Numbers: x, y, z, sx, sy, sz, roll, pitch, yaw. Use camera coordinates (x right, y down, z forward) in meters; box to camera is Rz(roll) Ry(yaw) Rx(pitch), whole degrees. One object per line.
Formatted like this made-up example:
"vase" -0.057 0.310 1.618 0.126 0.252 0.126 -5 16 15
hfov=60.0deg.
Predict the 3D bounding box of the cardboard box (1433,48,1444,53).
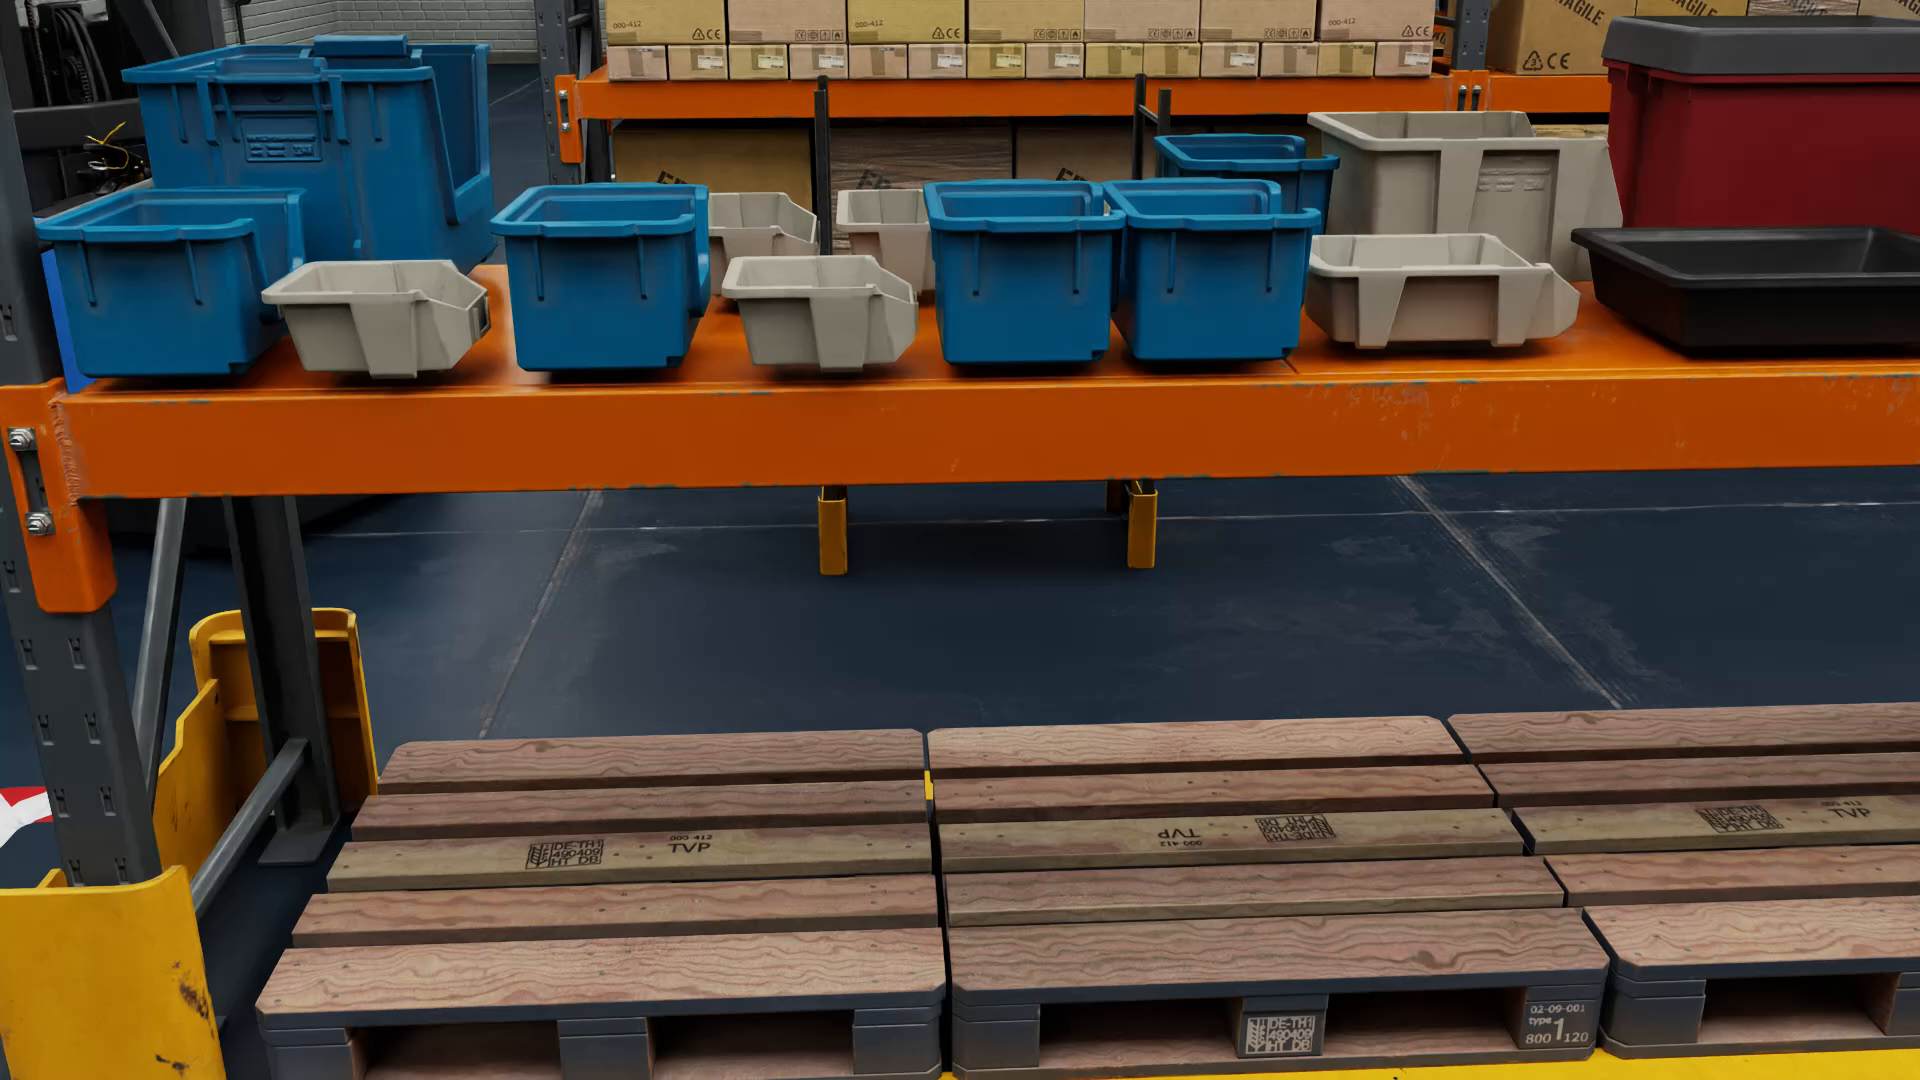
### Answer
"cardboard box" 3.815 -3.684 12.950 0.500 0.250 0.500 -2 21 -5

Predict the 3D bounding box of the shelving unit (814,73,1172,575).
"shelving unit" 0.076 -0.702 5.358 1.083 1.500 0.587 -1 21 -3

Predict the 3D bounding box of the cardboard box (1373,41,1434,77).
"cardboard box" 1.941 -2.175 7.471 0.250 0.149 0.380 -1 21 -3

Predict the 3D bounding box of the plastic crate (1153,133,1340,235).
"plastic crate" 0.552 -0.657 3.281 0.300 0.233 0.416 -1 21 -3

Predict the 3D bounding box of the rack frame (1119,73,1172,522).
"rack frame" 0.593 -0.713 5.386 0.032 1.500 0.500 -1 21 -3

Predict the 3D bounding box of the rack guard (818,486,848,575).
"rack guard" -0.421 -0.108 5.554 0.087 0.250 0.587 -1 21 -3

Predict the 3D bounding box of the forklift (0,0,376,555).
"forklift" -3.461 -1.661 5.863 3.031 2.935 1.130 10 23 23

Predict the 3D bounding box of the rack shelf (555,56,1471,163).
"rack shelf" 0.230 -2.038 7.769 4.000 0.370 1.077 -1 21 -3

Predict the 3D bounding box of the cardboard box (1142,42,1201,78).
"cardboard box" 0.914 -2.154 7.415 0.250 0.149 0.380 -1 21 -2

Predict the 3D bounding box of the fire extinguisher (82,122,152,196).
"fire extinguisher" -1.660 -0.522 3.409 0.183 0.674 0.296 -1 21 -3

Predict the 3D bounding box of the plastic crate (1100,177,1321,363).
"plastic crate" 0.396 -0.445 2.725 0.300 0.233 0.416 -1 21 -3

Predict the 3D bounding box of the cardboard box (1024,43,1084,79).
"cardboard box" 0.404 -2.144 7.389 0.250 0.149 0.380 -1 21 -2

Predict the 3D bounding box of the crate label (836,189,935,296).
"crate label" -0.113 -0.575 3.201 0.243 0.136 0.396 -1 21 -3

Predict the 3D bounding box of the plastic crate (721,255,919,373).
"plastic crate" -0.216 -0.358 2.631 0.298 0.136 0.250 -1 21 -3

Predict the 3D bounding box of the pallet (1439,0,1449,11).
"pallet" 4.064 -4.116 12.485 1.213 0.211 1.003 -1 21 -3

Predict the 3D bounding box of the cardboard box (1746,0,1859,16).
"cardboard box" 3.702 -2.403 7.575 0.500 0.500 0.500 -2 21 -4

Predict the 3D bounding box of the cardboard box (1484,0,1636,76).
"cardboard box" 2.701 -2.382 7.521 0.500 0.500 0.500 -1 21 -3

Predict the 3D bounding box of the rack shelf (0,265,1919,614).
"rack shelf" 0.513 -0.279 3.148 4.000 0.370 1.077 -1 21 -3

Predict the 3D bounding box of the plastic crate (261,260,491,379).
"plastic crate" -0.893 -0.344 2.595 0.298 0.136 0.250 -1 21 -3

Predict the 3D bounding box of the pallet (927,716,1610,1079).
"pallet" 0.557 0.702 3.479 1.213 0.211 1.003 -1 21 -3

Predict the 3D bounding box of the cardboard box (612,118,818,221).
"cardboard box" -1.132 -1.578 7.947 0.875 0.875 0.875 -1 21 -3

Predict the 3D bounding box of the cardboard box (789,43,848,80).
"cardboard box" -0.621 -2.123 7.334 0.250 0.149 0.380 -1 21 -4

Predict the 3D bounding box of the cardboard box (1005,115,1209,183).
"cardboard box" 0.665 -1.615 8.043 0.875 0.875 0.875 -1 21 -3

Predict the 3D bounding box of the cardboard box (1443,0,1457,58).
"cardboard box" 2.678 -2.568 8.010 0.500 0.500 0.500 -1 21 -3

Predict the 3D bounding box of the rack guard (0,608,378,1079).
"rack guard" -1.507 0.599 3.345 0.348 0.500 1.175 -1 21 -3

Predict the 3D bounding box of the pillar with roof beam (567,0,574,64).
"pillar with roof beam" -5.117 -9.157 17.025 0.400 9.000 9.100 -1 21 -3

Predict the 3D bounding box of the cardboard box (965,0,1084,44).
"cardboard box" 0.269 -2.351 7.372 0.500 0.250 0.500 -2 21 -4

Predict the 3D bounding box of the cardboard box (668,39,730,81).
"cardboard box" -1.137 -2.112 7.305 0.250 0.149 0.380 -1 21 -4

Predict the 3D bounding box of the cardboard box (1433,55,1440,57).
"cardboard box" 3.329 -3.490 12.441 0.500 0.250 0.500 -1 21 -2

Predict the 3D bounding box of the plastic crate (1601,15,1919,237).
"plastic crate" 1.604 -0.784 3.291 0.583 0.464 0.402 -1 21 -3

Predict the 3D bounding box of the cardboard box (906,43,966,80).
"cardboard box" -0.110 -2.133 7.361 0.250 0.149 0.380 -1 21 -4

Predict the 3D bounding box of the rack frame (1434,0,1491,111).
"rack frame" 2.227 -2.415 7.748 0.127 3.000 1.000 -1 21 -3

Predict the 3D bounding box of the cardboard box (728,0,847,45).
"cardboard box" -0.753 -2.329 7.316 0.500 0.250 0.500 -1 21 -4

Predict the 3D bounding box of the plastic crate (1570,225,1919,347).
"plastic crate" 1.408 -0.437 2.854 0.590 0.125 0.437 -1 21 -3

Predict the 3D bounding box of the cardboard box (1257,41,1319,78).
"cardboard box" 1.428 -2.164 7.443 0.250 0.149 0.380 -2 21 -4

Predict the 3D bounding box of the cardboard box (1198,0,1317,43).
"cardboard box" 1.285 -2.370 7.423 0.500 0.250 0.500 -1 21 -1
